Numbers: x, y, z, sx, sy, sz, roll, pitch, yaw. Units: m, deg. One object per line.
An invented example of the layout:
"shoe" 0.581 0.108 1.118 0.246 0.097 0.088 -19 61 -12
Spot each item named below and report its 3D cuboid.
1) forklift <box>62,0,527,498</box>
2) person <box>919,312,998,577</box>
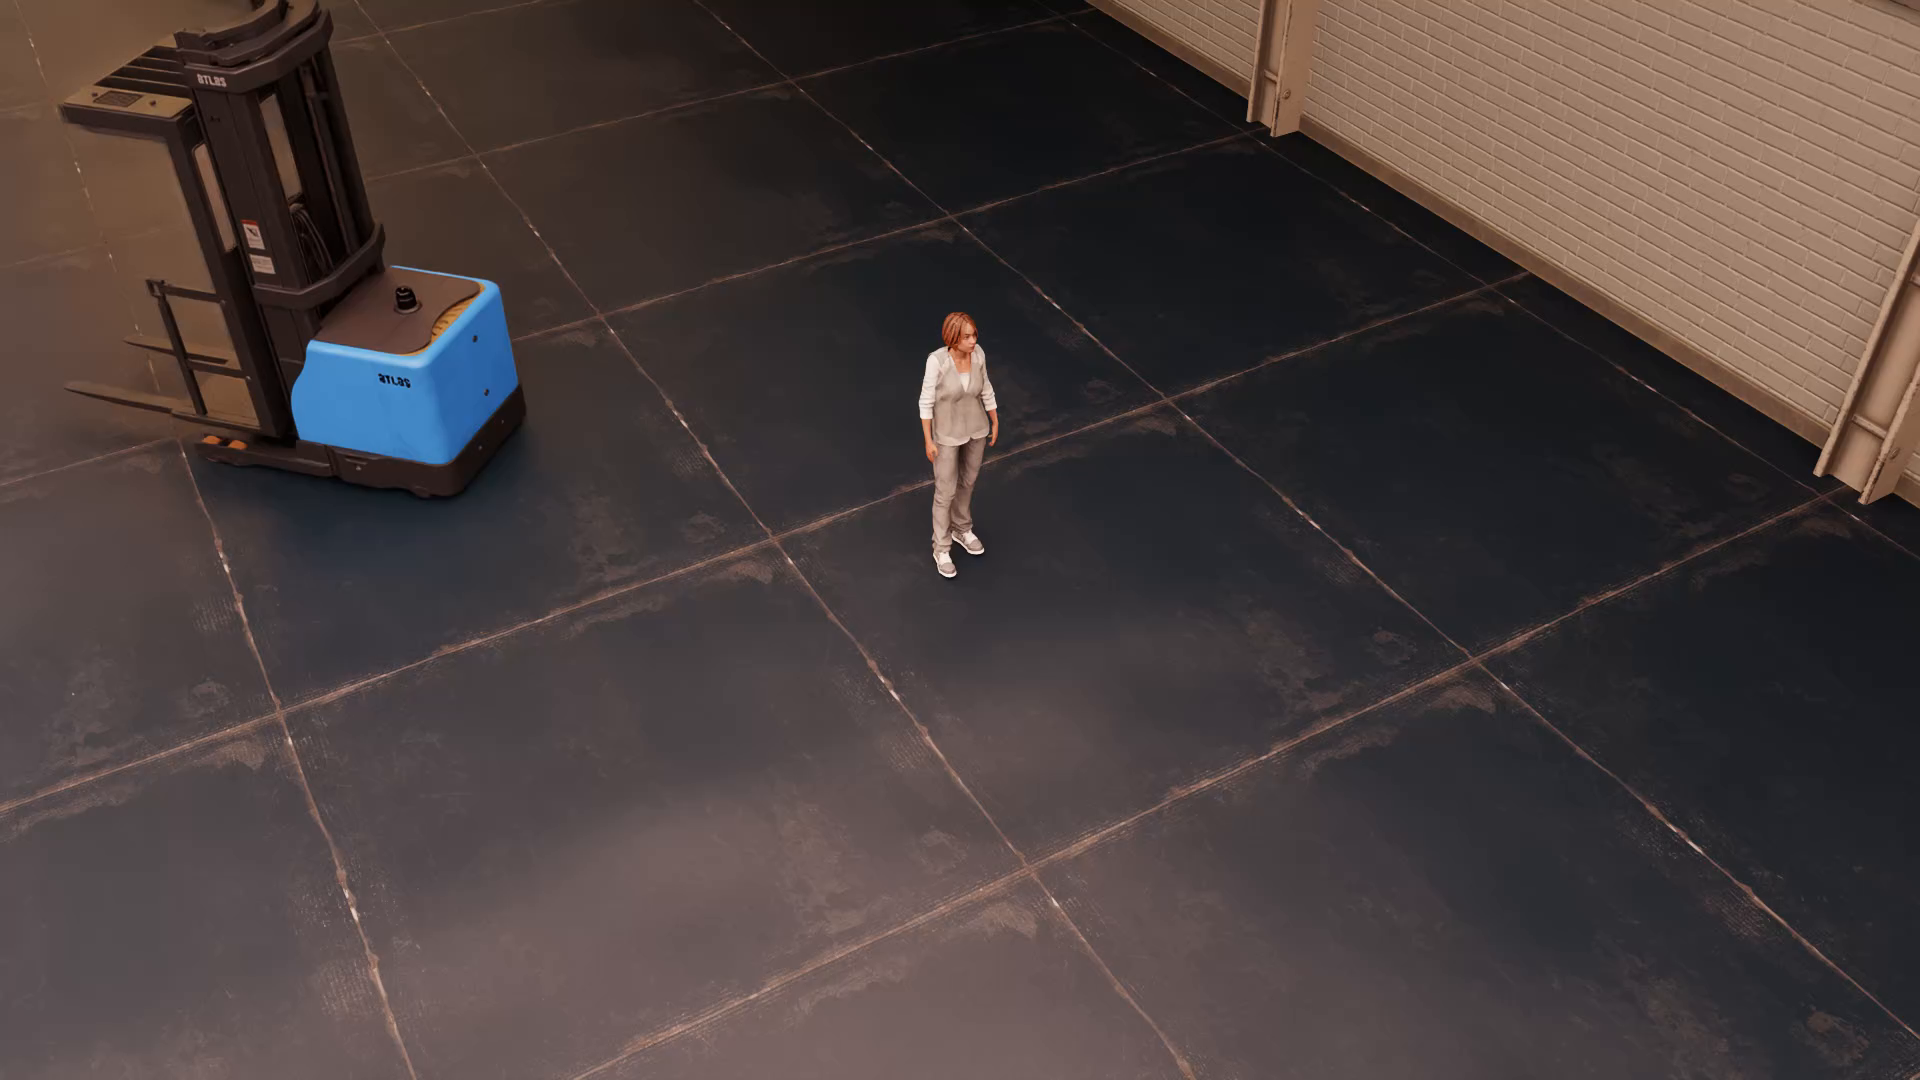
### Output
"forklift" -4.509 -1.926 10.358 3.031 2.935 1.130 10 41 12
"person" 0.026 -0.574 9.763 0.521 1.599 0.473 -20 44 -23
